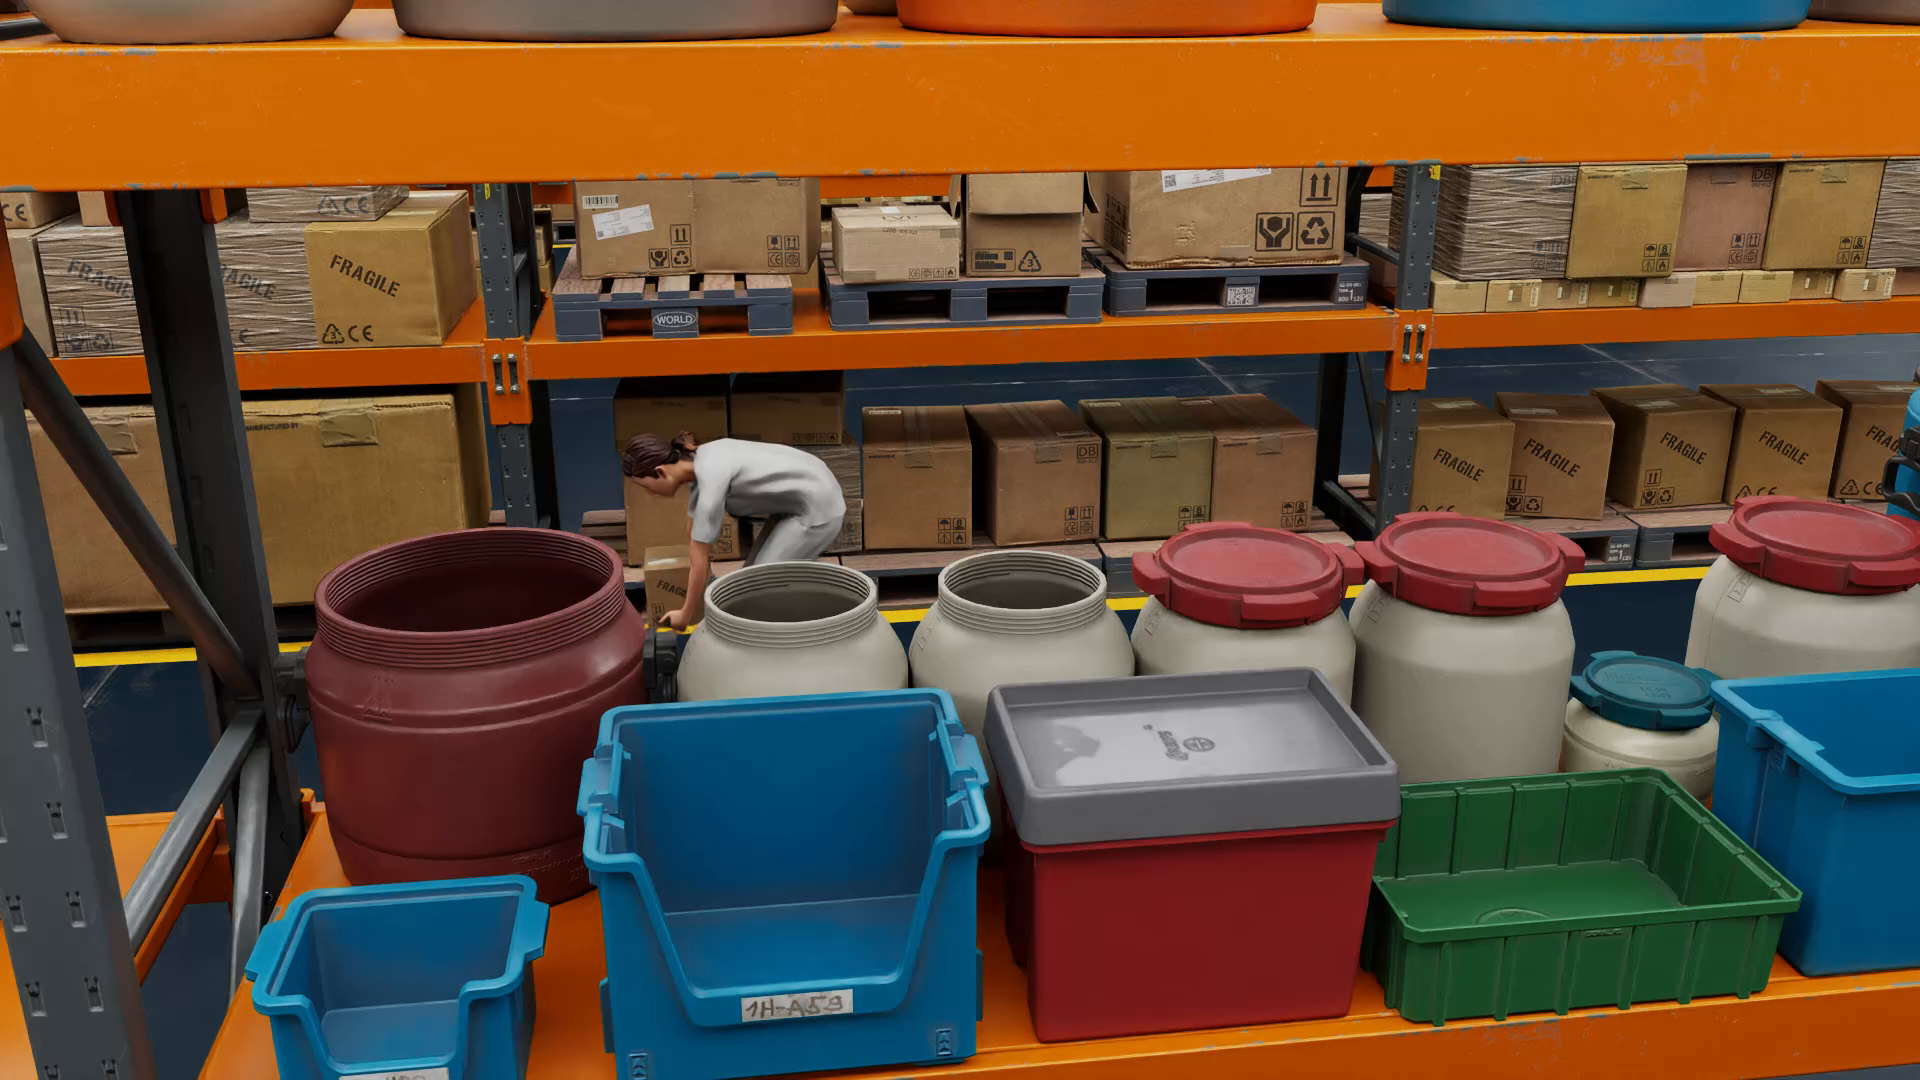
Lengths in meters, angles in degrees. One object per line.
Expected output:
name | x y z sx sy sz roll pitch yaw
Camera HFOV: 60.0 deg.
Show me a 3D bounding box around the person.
person | -0.873 0.105 6.573 0.852 1.138 0.435 -4 20 -10
